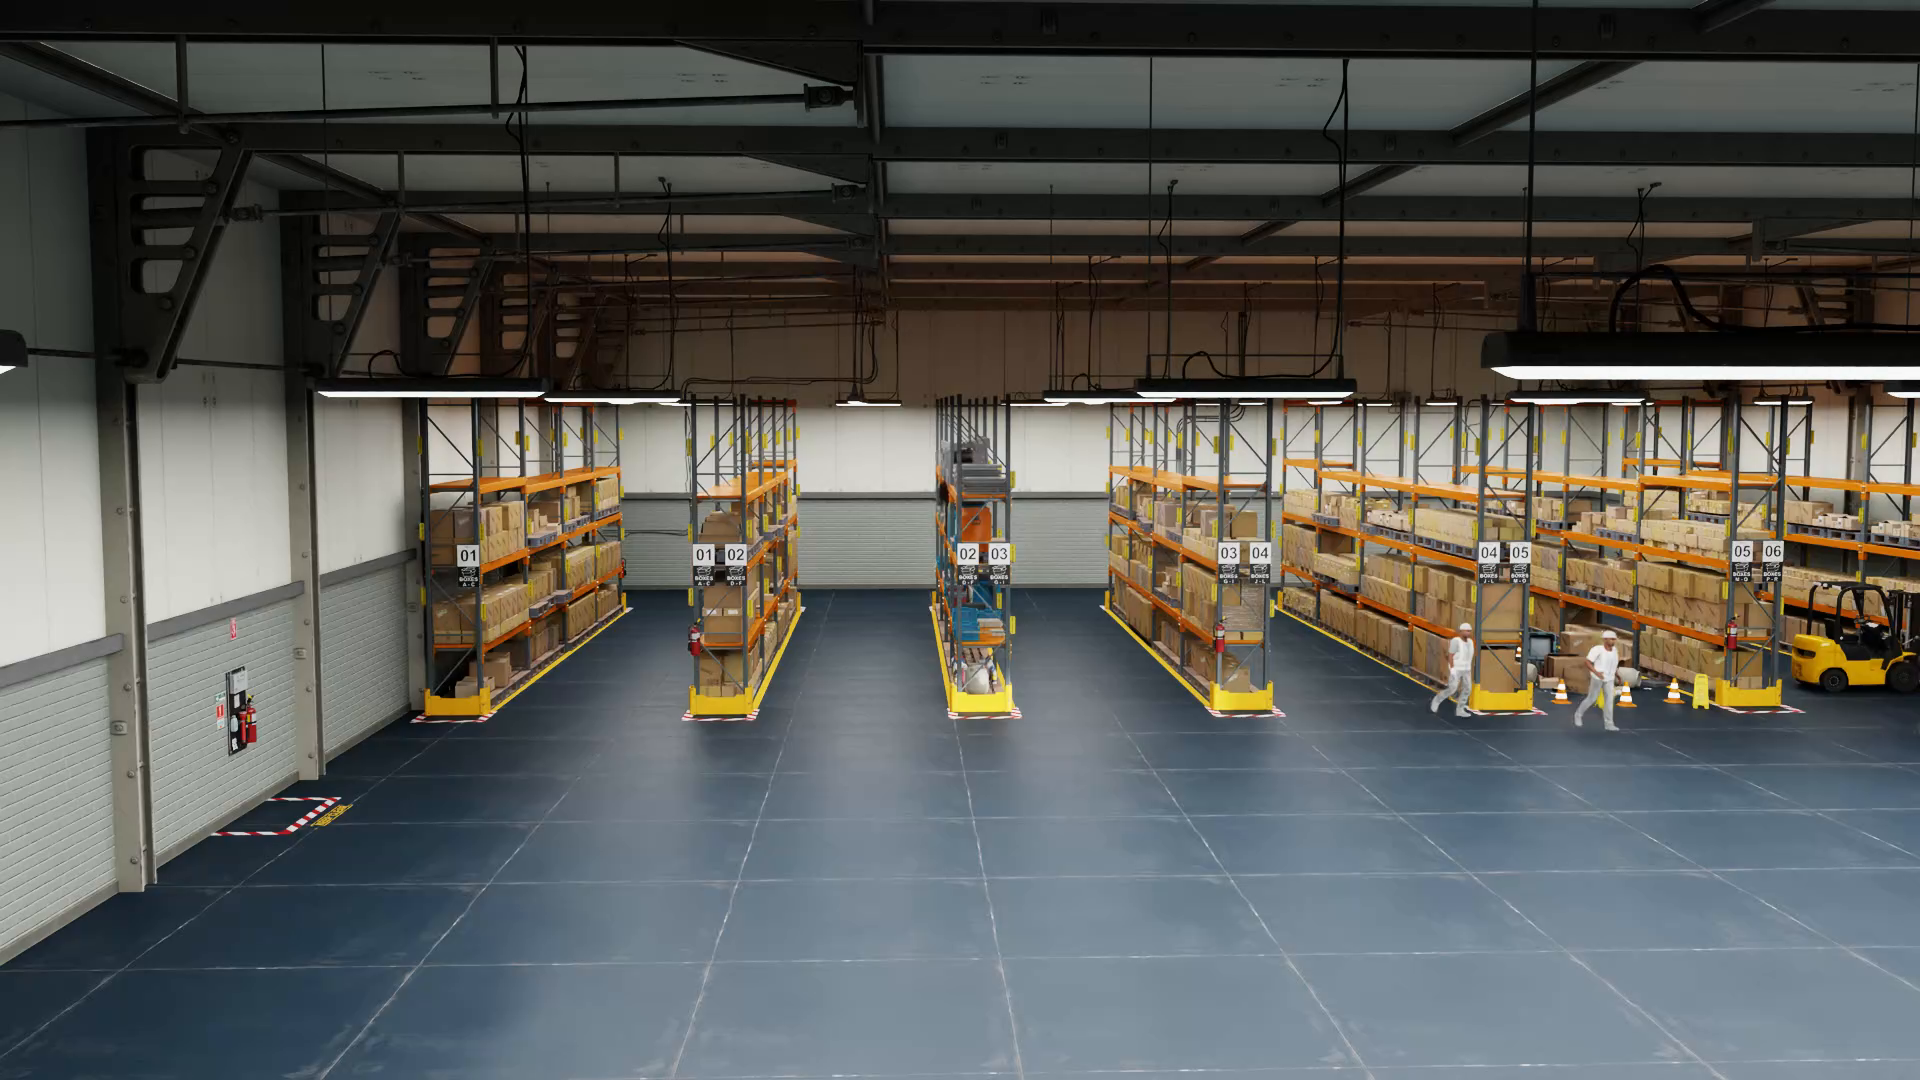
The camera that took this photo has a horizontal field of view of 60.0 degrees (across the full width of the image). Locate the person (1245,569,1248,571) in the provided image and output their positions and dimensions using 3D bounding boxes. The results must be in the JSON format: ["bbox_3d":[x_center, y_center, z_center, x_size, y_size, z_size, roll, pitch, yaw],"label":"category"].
[{"bbox_3d":[7.961,1.158,47.708,0.619,1.700,0.681,1,5,18],"label":"person"}]

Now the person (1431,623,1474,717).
[{"bbox_3d":[9.185,2.408,30.961,0.735,1.755,0.629,-3,5,-31],"label":"person"}]

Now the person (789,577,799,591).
[{"bbox_3d":[-5.026,1.097,48.277,0.616,1.665,0.738,2,5,25],"label":"person"}]

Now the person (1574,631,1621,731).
[{"bbox_3d":[11.470,2.482,29.598,0.737,1.743,0.949,-2,5,-20],"label":"person"}]
